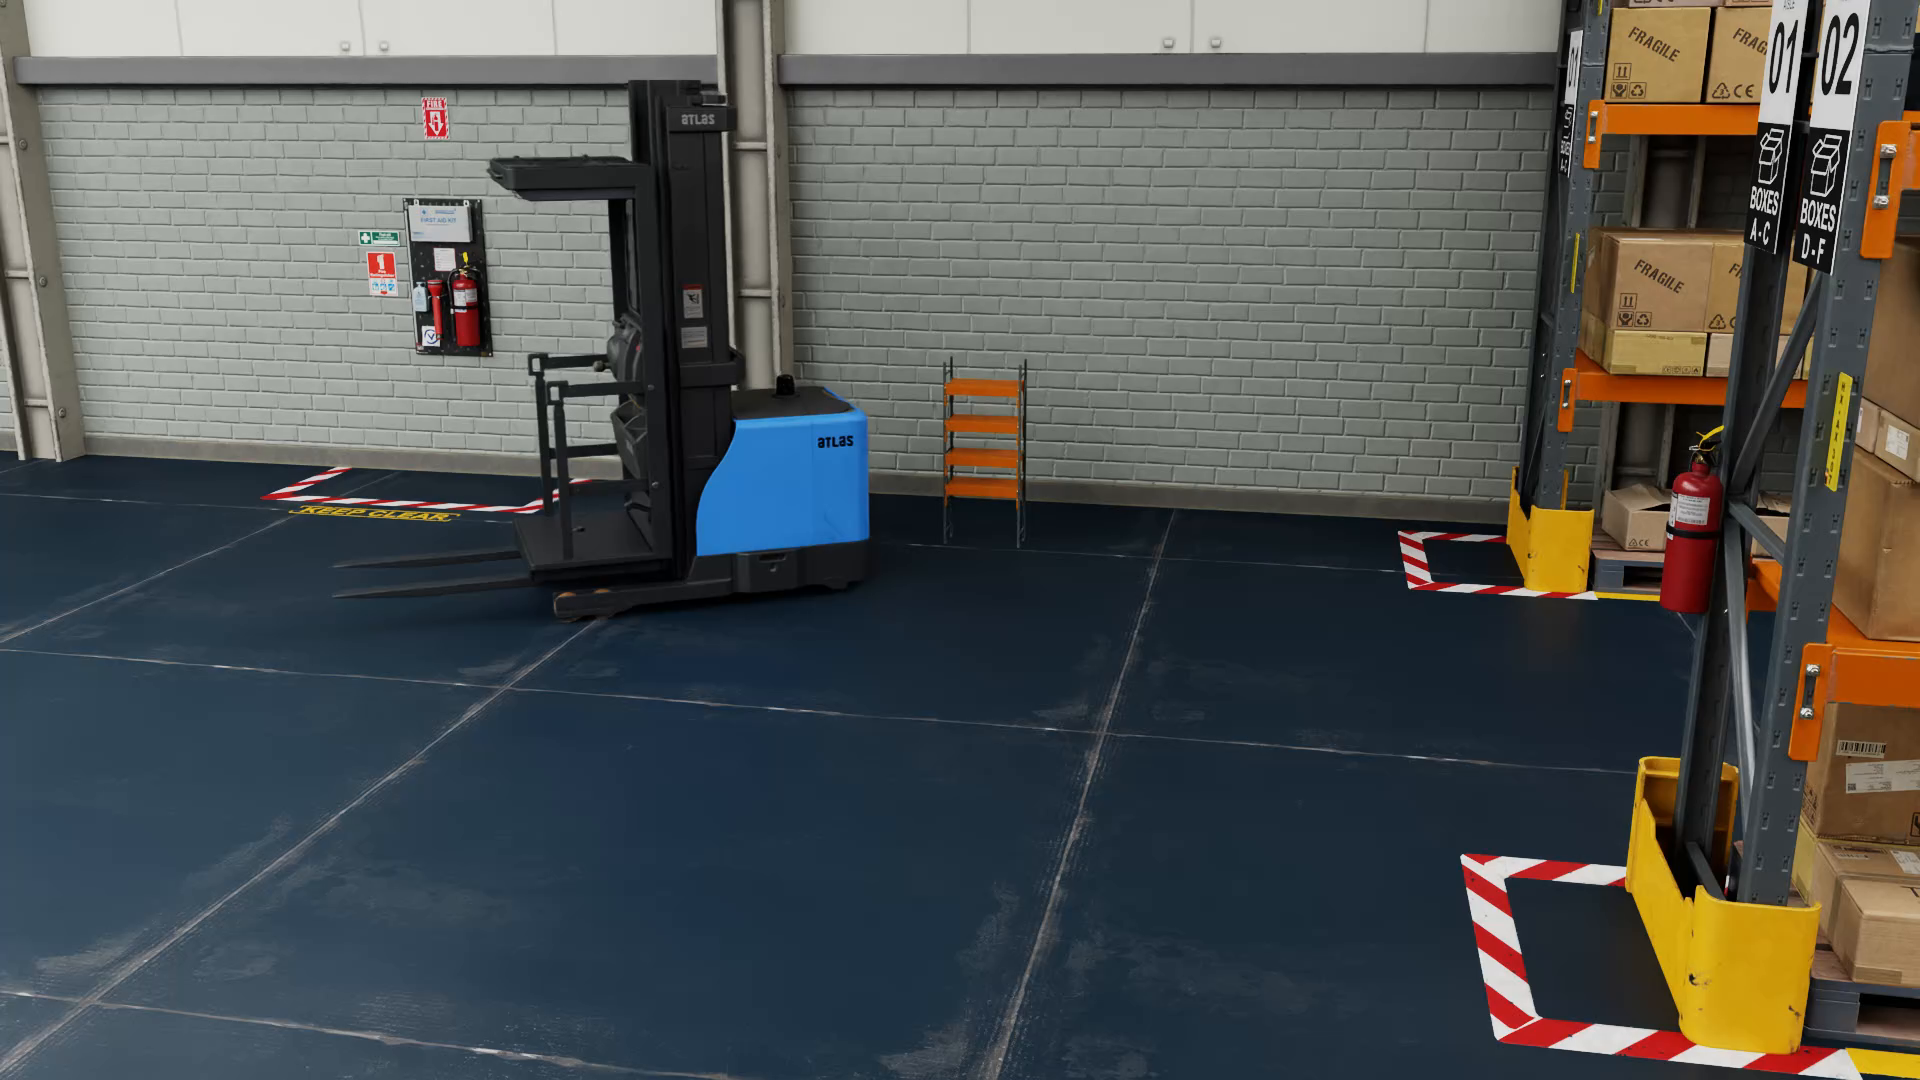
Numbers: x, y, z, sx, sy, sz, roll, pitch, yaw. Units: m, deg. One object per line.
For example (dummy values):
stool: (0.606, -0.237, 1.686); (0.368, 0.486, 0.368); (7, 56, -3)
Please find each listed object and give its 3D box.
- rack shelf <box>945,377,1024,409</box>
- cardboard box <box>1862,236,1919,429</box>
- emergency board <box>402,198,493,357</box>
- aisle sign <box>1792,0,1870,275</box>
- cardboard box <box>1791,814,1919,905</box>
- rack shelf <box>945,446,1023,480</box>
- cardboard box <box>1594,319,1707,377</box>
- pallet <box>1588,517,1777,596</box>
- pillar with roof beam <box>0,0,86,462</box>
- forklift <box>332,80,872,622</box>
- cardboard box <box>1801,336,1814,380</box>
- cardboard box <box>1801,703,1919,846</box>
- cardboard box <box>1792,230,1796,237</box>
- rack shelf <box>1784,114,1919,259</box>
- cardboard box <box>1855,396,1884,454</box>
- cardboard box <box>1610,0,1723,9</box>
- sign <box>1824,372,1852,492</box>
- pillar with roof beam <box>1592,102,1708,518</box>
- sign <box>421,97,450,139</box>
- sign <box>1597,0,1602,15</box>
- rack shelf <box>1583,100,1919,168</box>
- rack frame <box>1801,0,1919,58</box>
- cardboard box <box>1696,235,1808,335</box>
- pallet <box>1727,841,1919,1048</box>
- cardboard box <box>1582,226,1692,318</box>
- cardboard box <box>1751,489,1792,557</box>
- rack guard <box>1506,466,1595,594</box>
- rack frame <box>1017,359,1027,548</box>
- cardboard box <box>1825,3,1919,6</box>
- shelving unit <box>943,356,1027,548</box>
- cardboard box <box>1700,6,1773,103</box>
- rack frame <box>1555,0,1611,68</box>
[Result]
rack shelf: (0.162, -0.948, 10.695); (0.480, 0.148, 0.258); (3, 16, 11)
cardboard box: (3.109, -0.638, 5.058); (0.500, 0.500, 0.700); (3, 16, 11)
emergency board: (-3.850, -1.941, 12.381); (0.643, 1.169, 0.194); (3, 16, 11)
aisle sign: (2.477, -1.172, 4.733); (0.004, 0.787, 0.394); (3, 16, 11)
cardboard box: (3.187, 1.078, 5.844); (0.500, 0.250, 0.500); (3, 16, 11)
rack shelf: (0.162, -0.505, 10.818); (0.480, 0.148, 0.258); (3, 16, 11)
cardboard box: (4.001, -1.120, 9.659); (0.500, 0.250, 0.500); (3, 16, 9)
pallet: (4.449, 0.109, 10.204); (1.213, 0.211, 1.003); (3, 16, 11)
pillar with roof beam: (-8.173, -3.884, 8.156); (0.400, 9.000, 9.100); (3, 16, 11)
forklift: (-2.098, -1.109, 9.506); (3.031, 2.935, 1.130); (-5, 16, -19)
cardboard box: (5.010, -1.067, 9.470); (0.500, 0.250, 0.500); (3, 16, 10)
cardboard box: (3.187, 0.717, 5.746); (0.500, 0.500, 0.500); (3, 16, 11)
cardboard box: (5.089, -1.565, 9.862); (0.500, 0.500, 0.500); (3, 16, 10)
rack shelf: (4.562, -0.988, 4.668); (4.000, 0.370, 1.077); (3, 16, 11)
cardboard box: (3.015, -0.386, 5.363); (0.250, 0.149, 0.380); (3, 16, 10)
cardboard box: (3.915, -3.193, 9.183); (0.500, 0.500, 0.500); (2, 16, 7)
sign: (2.486, -0.306, 4.708); (0.005, 0.325, 0.100); (3, 16, 11)
pillar with roof beam: (3.586, -3.246, 5.852); (0.400, 9.000, 9.100); (3, 16, 11)
sign: (-3.838, -3.085, 12.167); (0.199, 0.298, 0.001); (3, 16, 11)
sign: (3.478, -3.016, 9.006); (0.005, 0.325, 0.100); (3, 16, 11)
rack shelf: (5.546, -2.284, 9.347); (4.000, 0.370, 1.077); (3, 16, 11)
rack frame: (2.602, -2.887, 4.556); (0.127, 3.000, 1.000); (3, 16, 11)
cardboard box: (4.476, -1.457, 9.473); (0.500, 0.500, 0.500); (3, 16, 11)
pallet: (3.360, 1.378, 5.622); (1.213, 0.211, 1.003); (3, 16, 11)
cardboard box: (4.090, -1.621, 10.063); (0.500, 0.500, 0.500); (3, 16, 10)
cardboard box: (4.805, -0.117, 10.009); (0.500, 0.311, 0.500); (4, 16, 16)
rack guard: (3.660, -0.083, 10.355); (0.348, 0.500, 1.175); (3, 16, 11)
rack frame: (0.401, -0.556, 10.753); (0.015, 1.200, 0.240); (3, 16, 11)
cardboard box: (4.901, -3.129, 8.950); (0.500, 0.500, 0.500); (4, 16, 13)
shelving unit: (0.162, -0.569, 10.800); (0.503, 1.200, 0.258); (3, 16, 11)
cardboard box: (4.383, -2.674, 9.182); (0.500, 0.500, 0.500); (4, 16, 15)
rack frame: (3.586, -4.183, 9.235); (0.127, 3.000, 1.000); (3, 16, 11)
